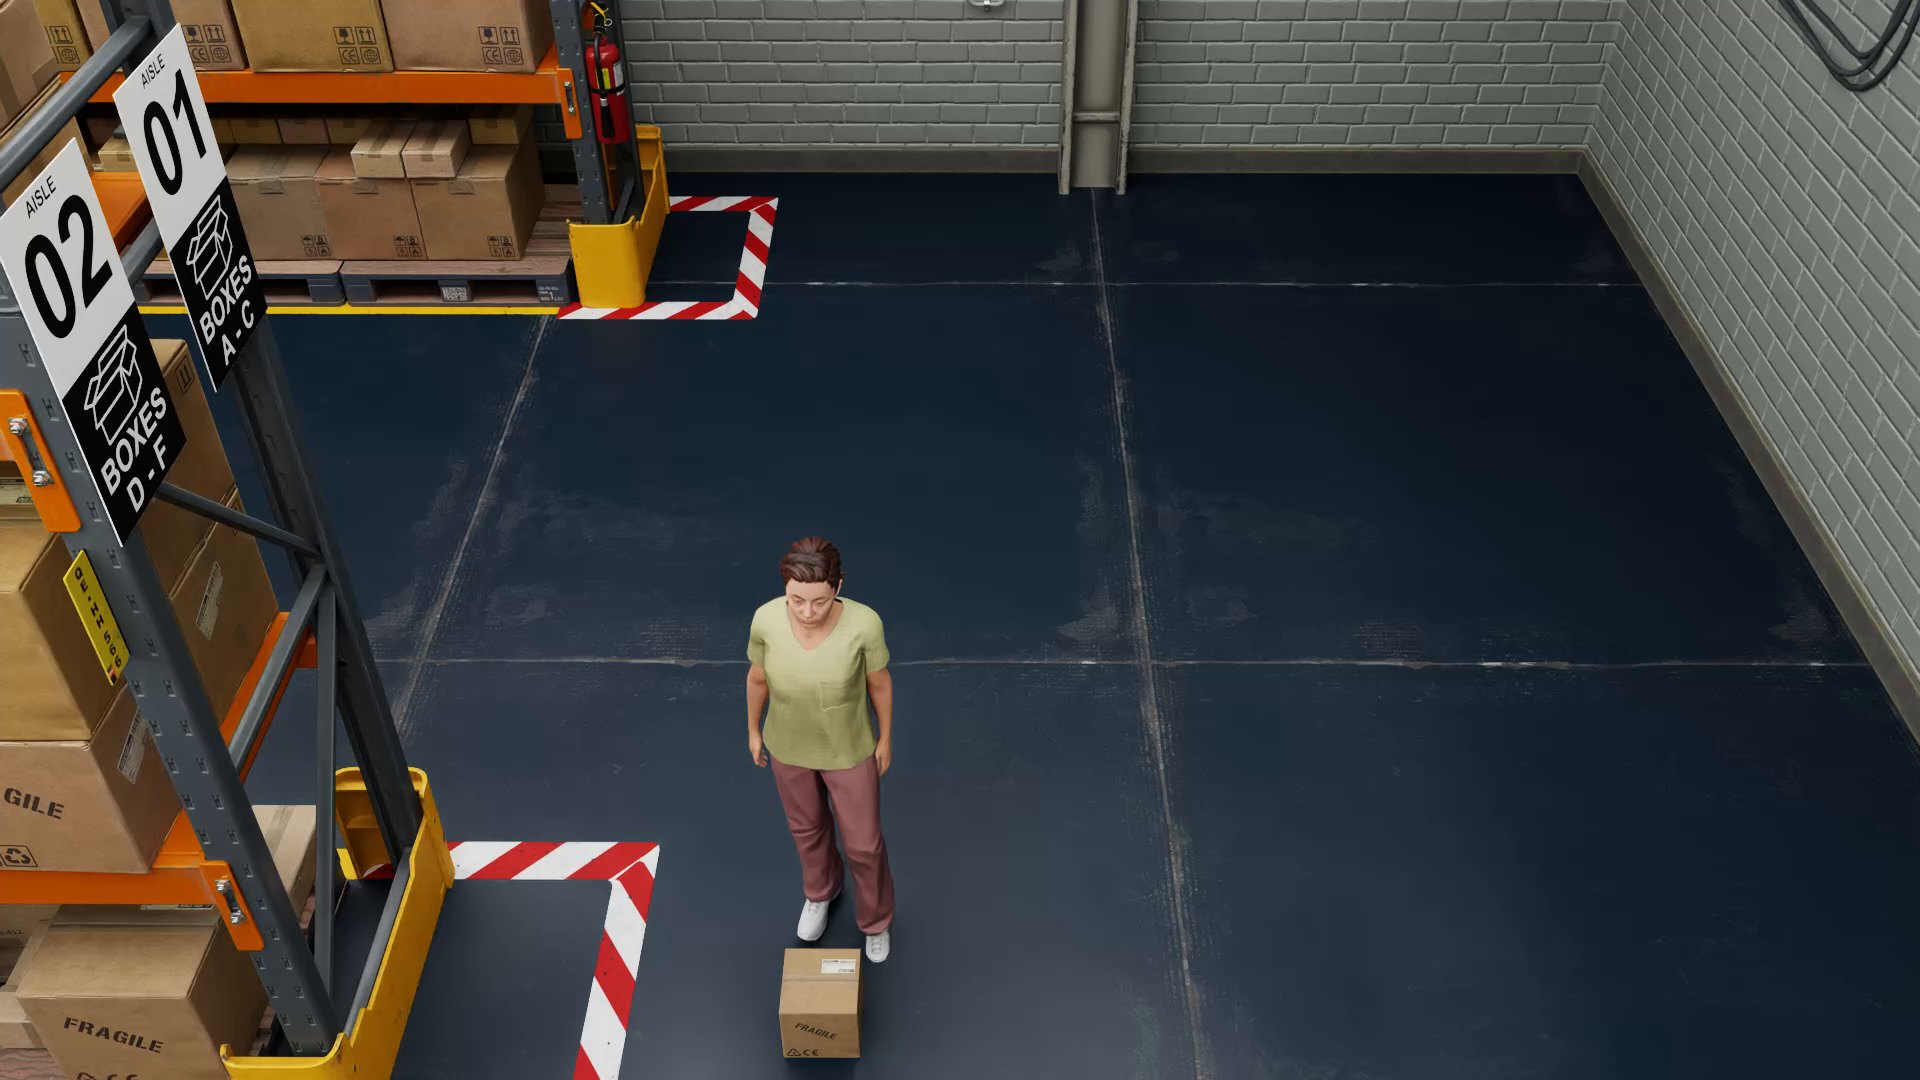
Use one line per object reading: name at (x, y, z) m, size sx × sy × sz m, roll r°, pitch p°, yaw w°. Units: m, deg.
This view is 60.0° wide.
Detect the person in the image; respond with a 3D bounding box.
person at (-0.455, 0.706, 5.350) m, size 0.476 × 1.743 × 0.424 m, roll 5°, pitch 40°, yaw 6°
